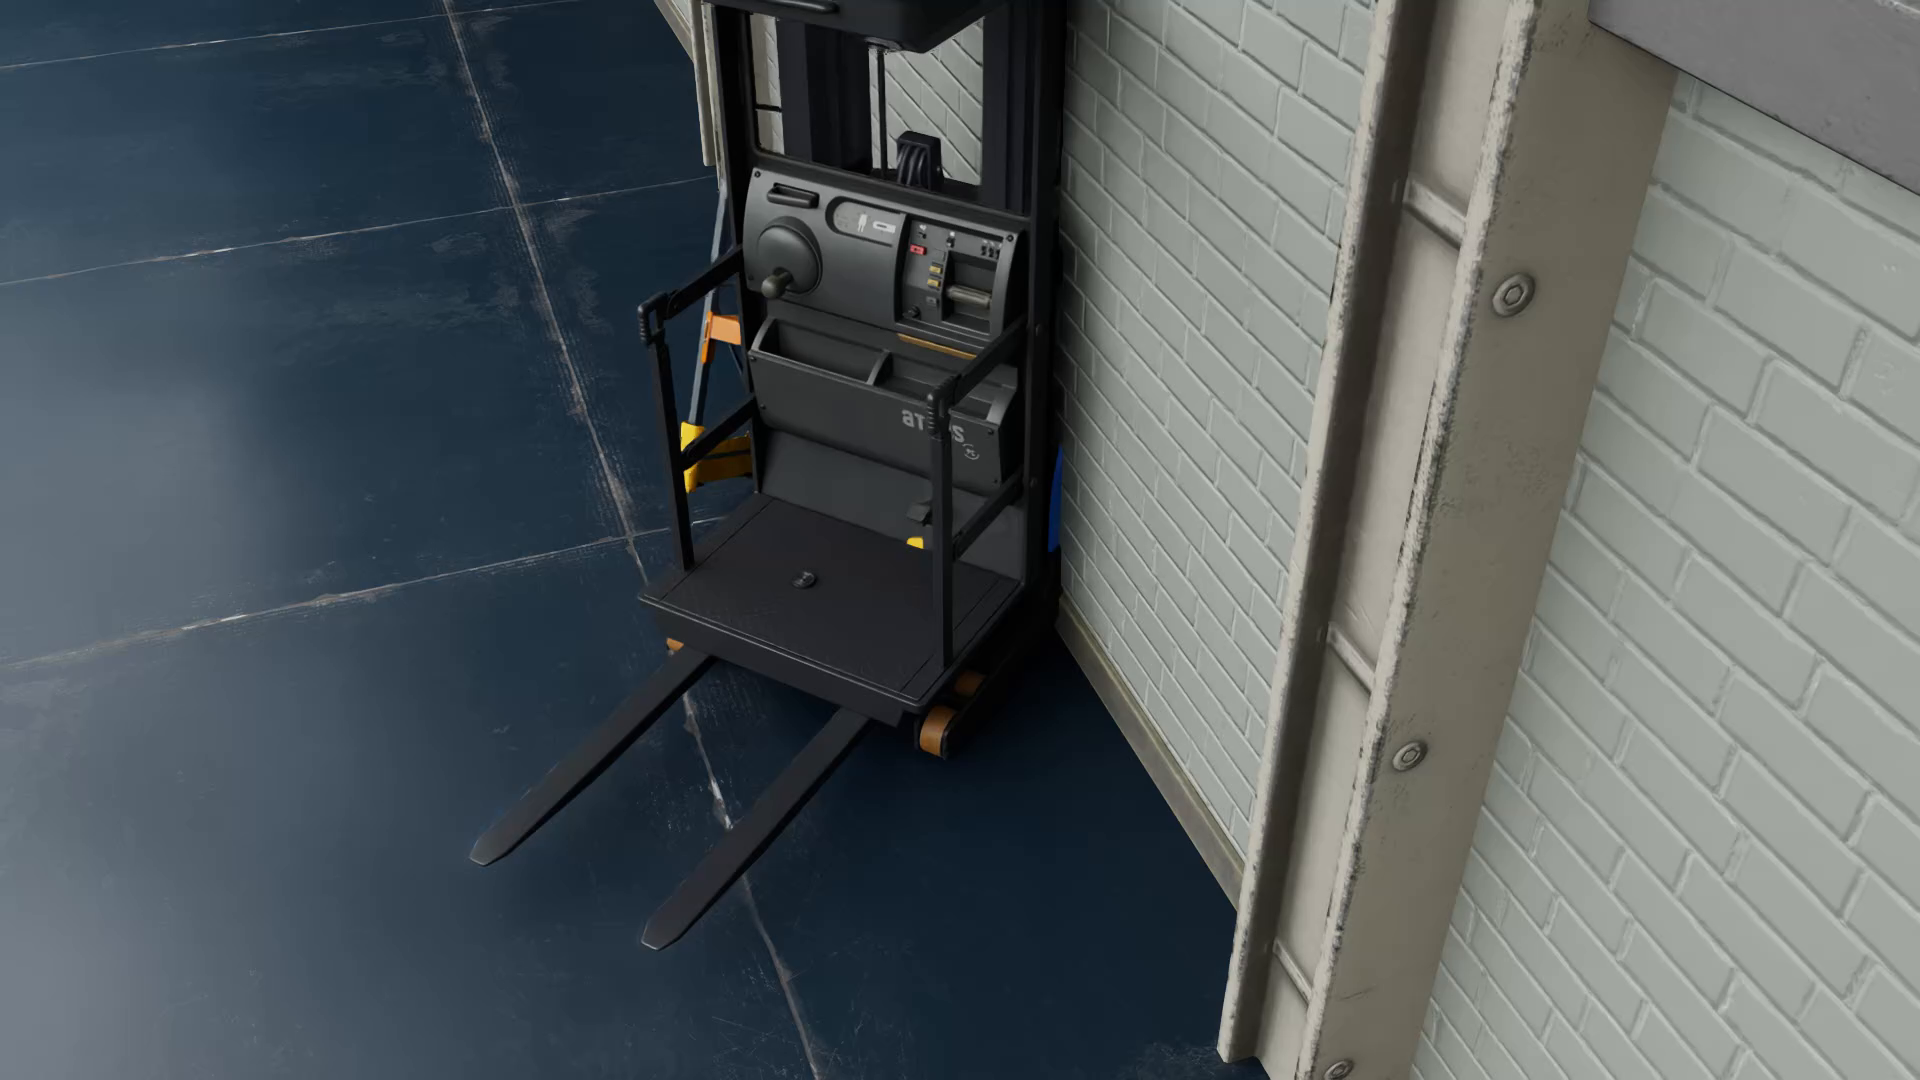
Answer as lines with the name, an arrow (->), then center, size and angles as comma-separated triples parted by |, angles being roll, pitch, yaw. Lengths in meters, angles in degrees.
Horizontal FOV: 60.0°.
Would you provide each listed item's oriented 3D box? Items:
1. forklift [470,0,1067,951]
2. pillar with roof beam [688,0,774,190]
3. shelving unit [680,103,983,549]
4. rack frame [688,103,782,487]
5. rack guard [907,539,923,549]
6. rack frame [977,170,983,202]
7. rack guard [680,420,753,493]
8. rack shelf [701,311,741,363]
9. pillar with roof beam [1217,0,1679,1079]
forklift -> -0.354, -0.791, 4.864 | 1.130, 2.935, 3.031 | 19, 41, 23
pillar with roof beam -> -5.210, -4.657, 4.953 | 9.100, 9.000, 0.400 | -12, 39, -16
shelving unit -> -0.327, -0.803, 5.938 | 1.083, 1.500, 0.587 | 17, 16, 25
rack frame -> -0.774, -0.941, 6.160 | 0.032, 1.500, 0.500 | 17, 16, 25
rack guard -> -0.006, -0.074, 5.876 | 0.087, 0.250, 0.587 | 17, 16, 25
rack frame -> 0.103, -0.670, 5.723 | 0.032, 1.500, 0.500 | 17, 16, 25
rack guard -> -0.865, -0.340, 6.305 | 0.087, 0.250, 0.587 | 17, 16, 25
rack shelf -> -0.366, -0.634, 5.986 | 1.000, 0.185, 0.538 | 17, 16, 25
pillar with roof beam -> -3.145, -1.267, 0.453 | 9.100, 9.000, 0.400 | -12, 39, -16
